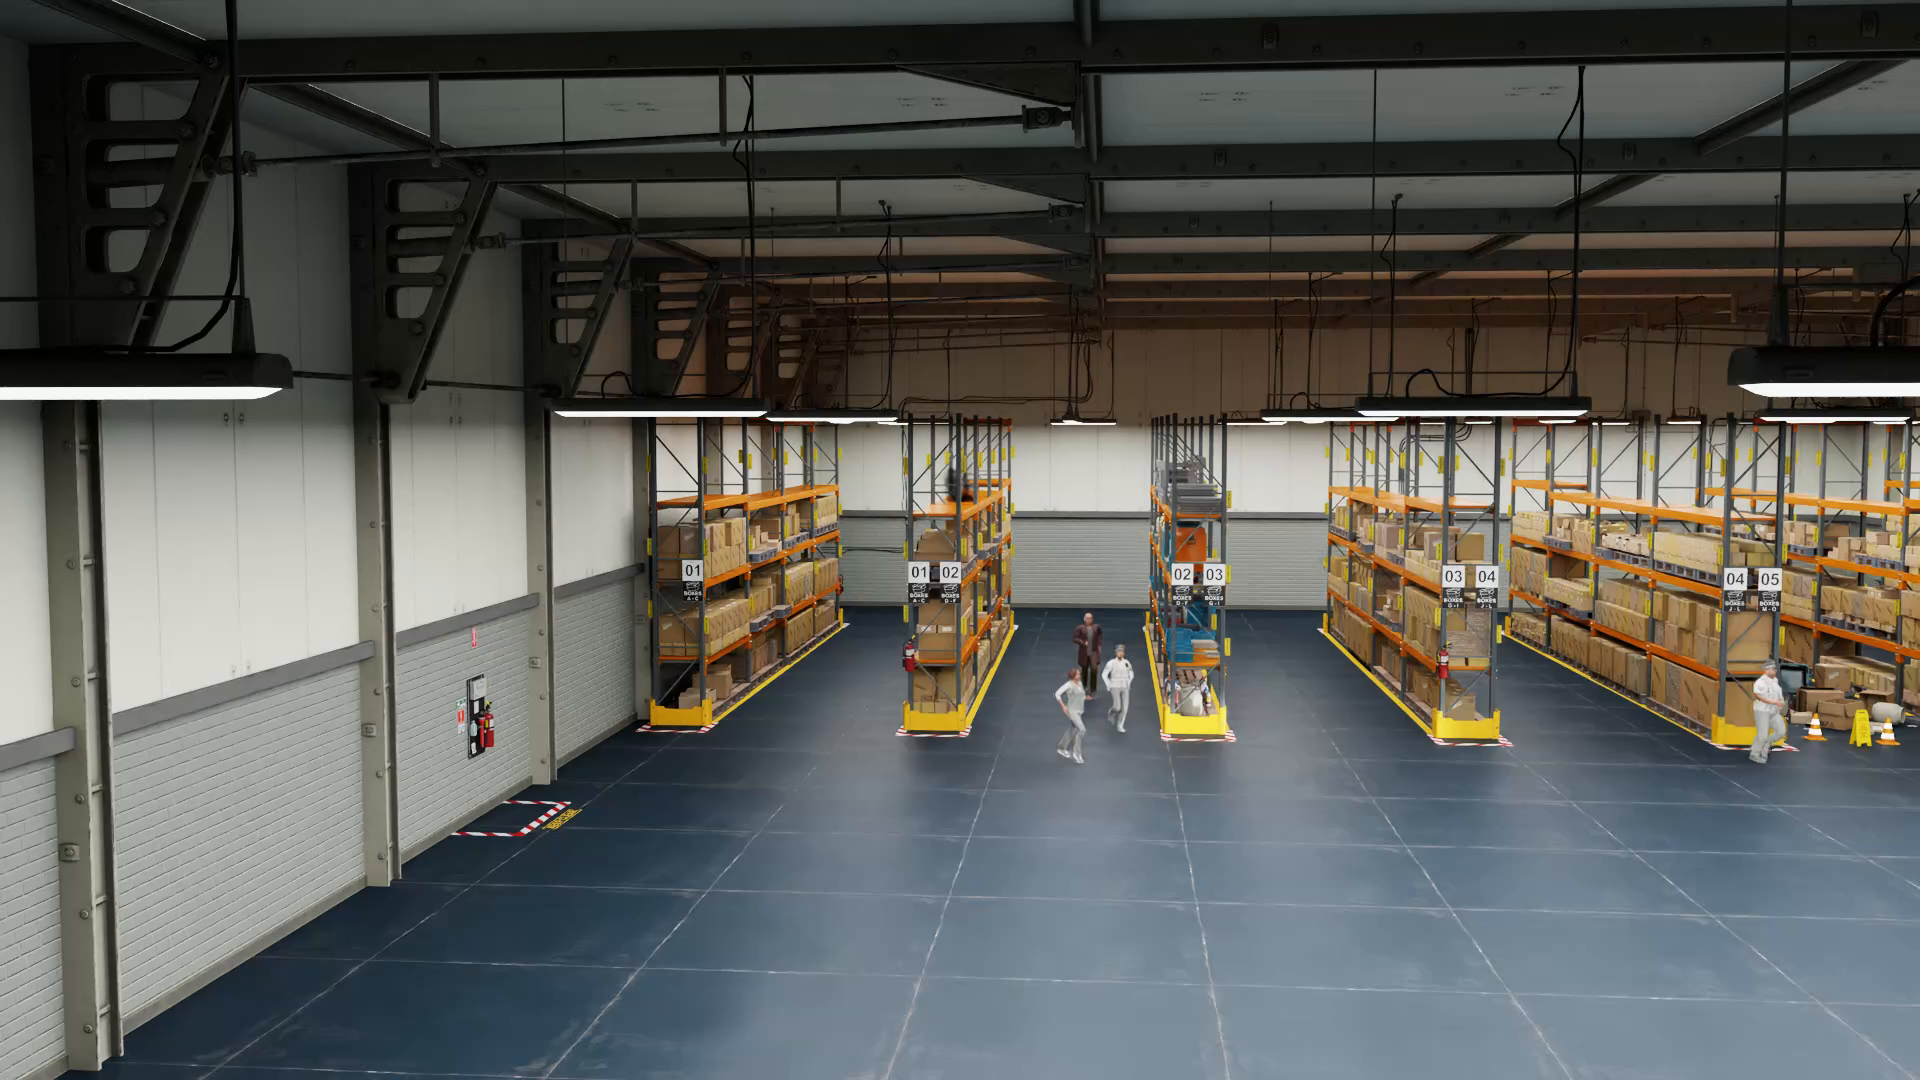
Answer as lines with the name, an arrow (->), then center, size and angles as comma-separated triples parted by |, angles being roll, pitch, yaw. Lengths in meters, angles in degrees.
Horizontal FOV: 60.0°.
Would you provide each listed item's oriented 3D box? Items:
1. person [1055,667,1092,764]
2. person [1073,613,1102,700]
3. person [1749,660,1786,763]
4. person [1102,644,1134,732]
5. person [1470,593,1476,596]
person -> 1.956, 3.002, 28.520 | 0.710, 1.641, 0.505 | 3, 5, 33
person -> 2.716, 2.455, 35.384 | 0.643, 1.835, 0.936 | 0, 4, 2
person -> 13.879, 2.934, 28.458 | 0.688, 1.757, 0.631 | -2, 4, -26
person -> 3.009, 2.786, 31.375 | 0.605, 1.643, 0.531 | -1, 4, -11
person -> 13.776, 1.879, 44.036 | 0.710, 1.771, 0.976 | 1, 4, 11
